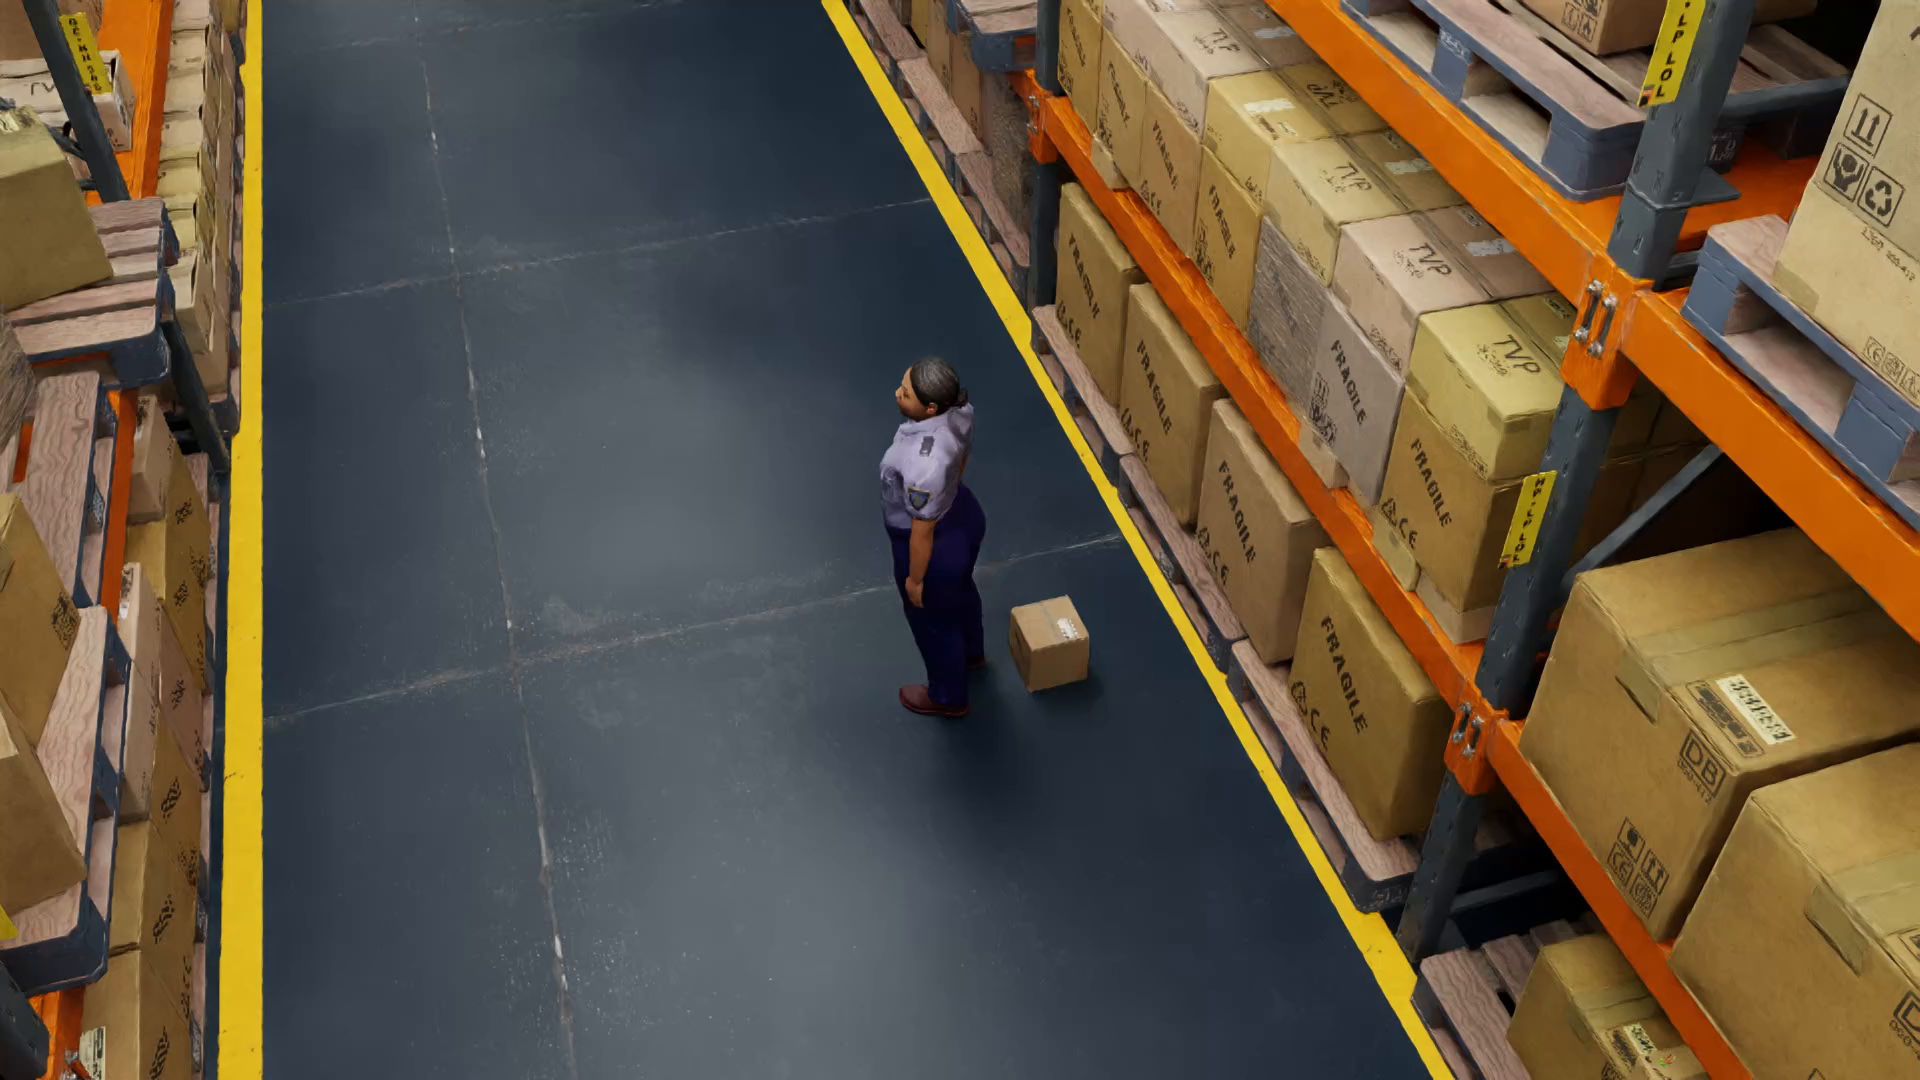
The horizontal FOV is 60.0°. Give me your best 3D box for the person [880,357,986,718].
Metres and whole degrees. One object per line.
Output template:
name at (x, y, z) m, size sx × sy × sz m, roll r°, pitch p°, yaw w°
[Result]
person at (-0.093, -0.027, 6.189) m, size 0.352 × 1.653 × 0.588 m, roll 12°, pitch 44°, yaw 13°
